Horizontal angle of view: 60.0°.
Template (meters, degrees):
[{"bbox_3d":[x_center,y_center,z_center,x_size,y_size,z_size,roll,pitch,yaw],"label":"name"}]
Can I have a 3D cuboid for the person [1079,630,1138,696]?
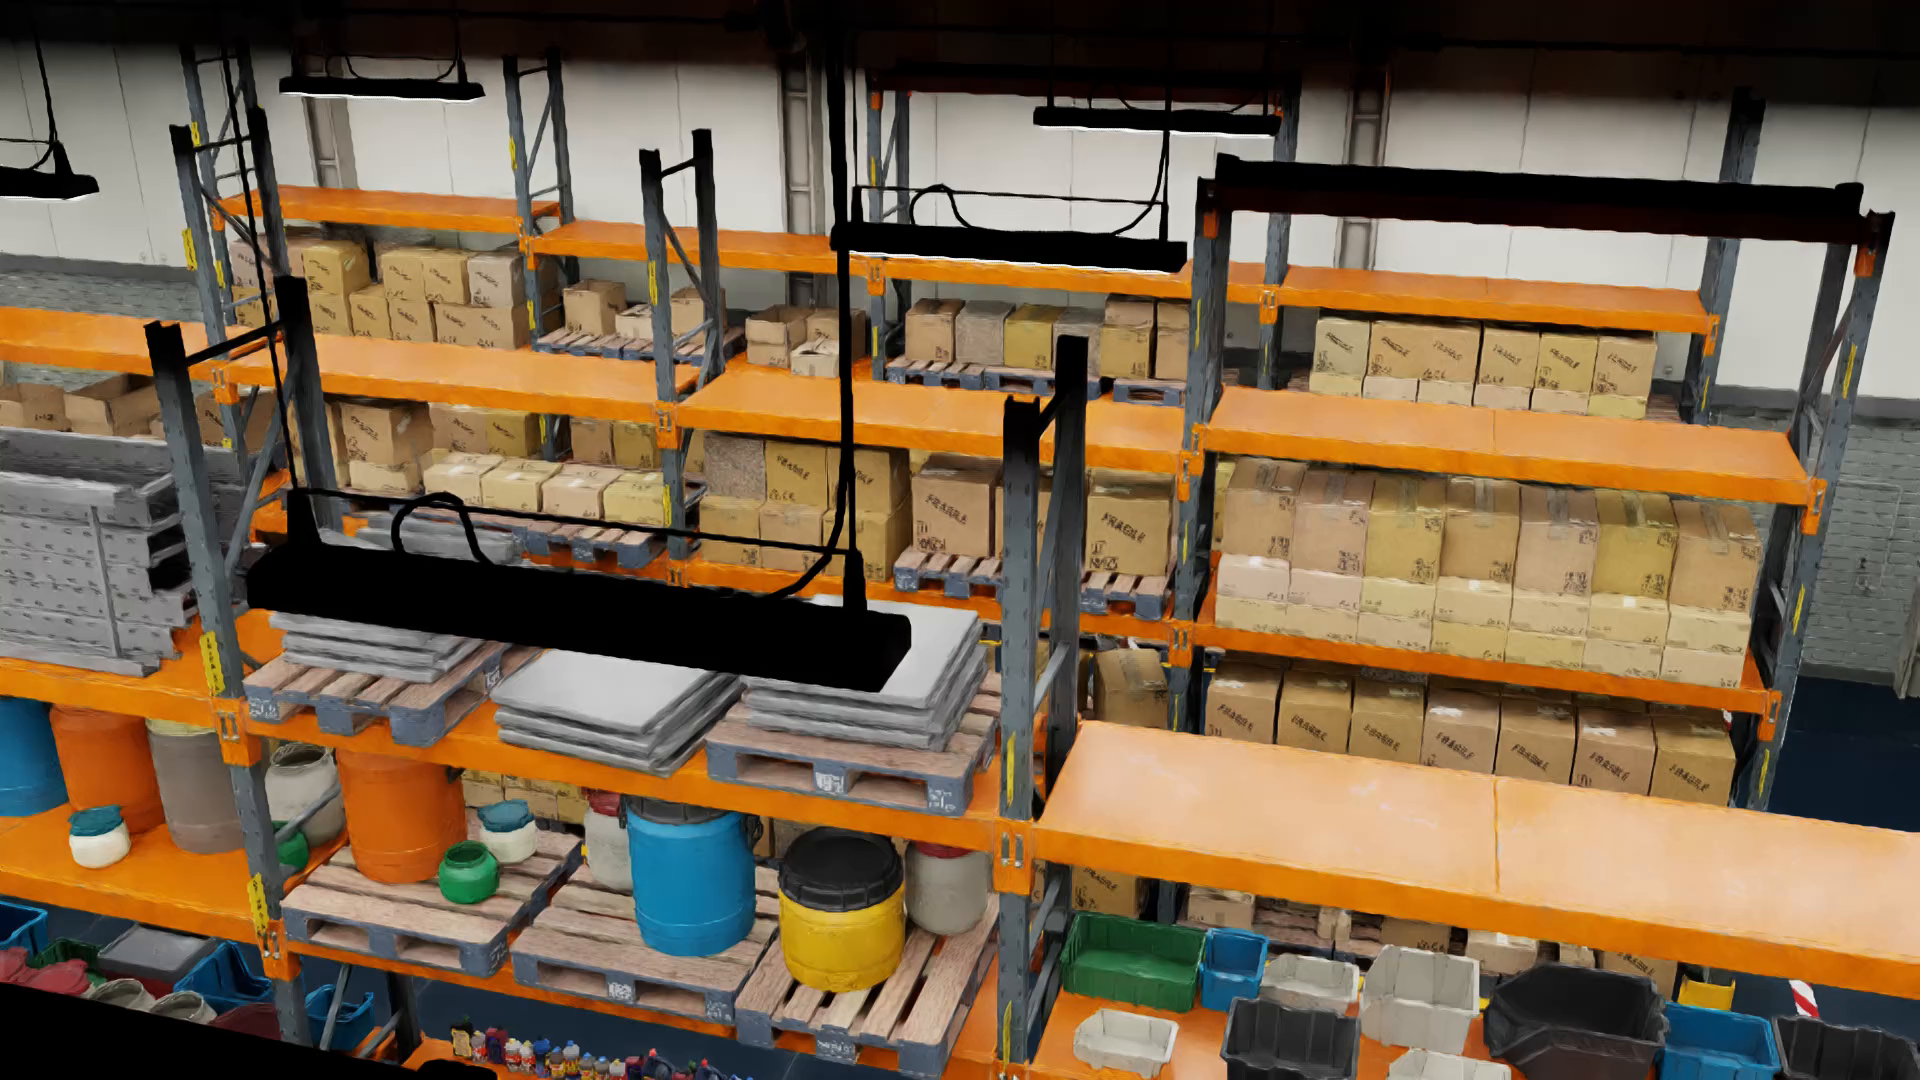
[{"bbox_3d":[1.464,1.148,15.770,0.843,1.715,0.721,8,24,19],"label":"person"}]
